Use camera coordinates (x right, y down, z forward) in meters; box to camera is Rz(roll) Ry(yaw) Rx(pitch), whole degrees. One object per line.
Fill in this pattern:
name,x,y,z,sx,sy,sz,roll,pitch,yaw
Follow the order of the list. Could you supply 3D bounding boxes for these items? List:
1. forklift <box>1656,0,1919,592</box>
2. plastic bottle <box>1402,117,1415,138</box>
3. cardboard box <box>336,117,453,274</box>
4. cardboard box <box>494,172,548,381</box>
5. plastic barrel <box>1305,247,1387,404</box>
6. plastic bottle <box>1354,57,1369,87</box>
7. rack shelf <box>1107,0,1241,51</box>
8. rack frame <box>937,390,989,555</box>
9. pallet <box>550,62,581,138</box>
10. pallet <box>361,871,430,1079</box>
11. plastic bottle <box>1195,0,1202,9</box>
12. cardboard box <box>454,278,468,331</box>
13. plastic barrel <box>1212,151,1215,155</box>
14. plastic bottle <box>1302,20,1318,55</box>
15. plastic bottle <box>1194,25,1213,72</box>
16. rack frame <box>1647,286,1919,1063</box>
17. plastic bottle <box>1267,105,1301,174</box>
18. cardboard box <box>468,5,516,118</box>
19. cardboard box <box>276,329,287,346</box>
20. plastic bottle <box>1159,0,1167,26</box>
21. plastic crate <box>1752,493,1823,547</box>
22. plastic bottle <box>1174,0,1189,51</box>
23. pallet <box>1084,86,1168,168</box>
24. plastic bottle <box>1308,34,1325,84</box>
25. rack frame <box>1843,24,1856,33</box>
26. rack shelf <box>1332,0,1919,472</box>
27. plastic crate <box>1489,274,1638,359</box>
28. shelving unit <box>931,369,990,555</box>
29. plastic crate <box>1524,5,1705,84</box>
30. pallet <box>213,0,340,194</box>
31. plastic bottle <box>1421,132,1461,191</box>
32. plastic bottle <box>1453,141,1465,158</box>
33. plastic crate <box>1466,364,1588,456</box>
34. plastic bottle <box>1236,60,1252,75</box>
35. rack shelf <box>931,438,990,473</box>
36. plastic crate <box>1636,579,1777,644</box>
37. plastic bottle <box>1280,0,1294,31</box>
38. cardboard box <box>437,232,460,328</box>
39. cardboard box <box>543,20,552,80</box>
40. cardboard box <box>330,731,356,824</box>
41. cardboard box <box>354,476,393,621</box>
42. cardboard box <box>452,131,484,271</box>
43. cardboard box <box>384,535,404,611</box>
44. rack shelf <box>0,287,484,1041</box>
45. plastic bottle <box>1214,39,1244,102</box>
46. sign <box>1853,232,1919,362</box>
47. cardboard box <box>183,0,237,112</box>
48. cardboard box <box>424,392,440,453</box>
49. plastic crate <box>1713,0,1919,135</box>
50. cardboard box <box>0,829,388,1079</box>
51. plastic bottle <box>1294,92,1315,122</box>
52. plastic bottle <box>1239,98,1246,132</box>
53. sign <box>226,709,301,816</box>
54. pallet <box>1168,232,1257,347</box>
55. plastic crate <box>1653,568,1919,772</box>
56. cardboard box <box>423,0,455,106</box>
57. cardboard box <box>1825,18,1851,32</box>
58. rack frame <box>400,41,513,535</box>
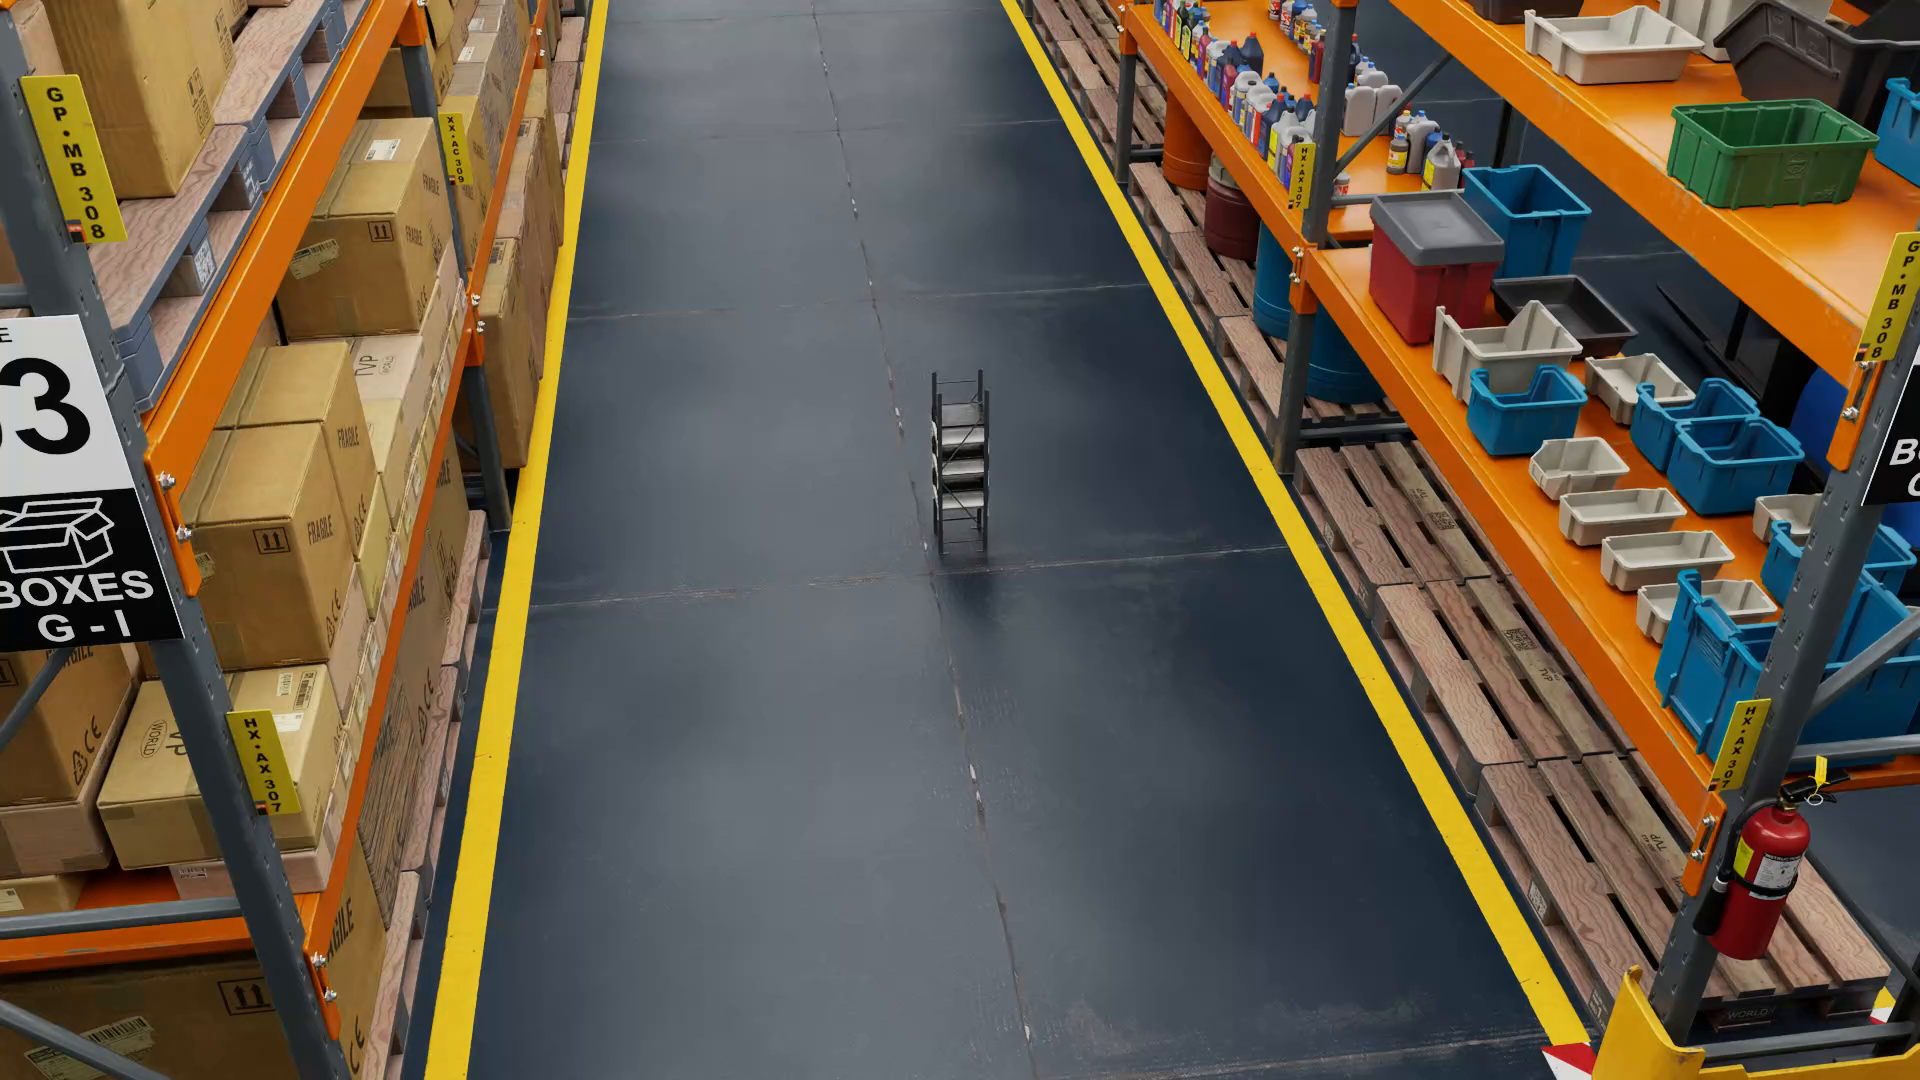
forklift,4.704,-1.775,8.252,1.130,2.935,3.031,-2,34,-4
plastic bottle,2.426,-2.175,8.955,0.097,0.201,0.097,0,34,0
cardboard box,-2.420,-1.404,6.850,0.500,0.500,0.500,-3,34,-5
cardboard box,-2.974,-1.420,9.183,1.225,0.875,0.875,-6,35,-8
plastic barrel,2.105,-1.256,8.920,0.600,0.901,0.708,-4,35,-6
plastic bottle,2.319,-2.646,9.584,0.097,0.271,0.097,0,34,0
rack shelf,1.354,-4.696,13.116,1.077,0.370,4.000,-4,35,-6
rack frame,0.015,-0.311,7.907,0.240,0.900,0.006,-4,35,-6
pallet,-3.549,-3.465,13.147,1.003,0.211,1.213,-4,35,-6
pallet,-2.394,1.674,5.606,1.003,0.211,1.213,-4,35,-6
plastic bottle,1.512,-3.571,10.937,0.152,0.276,0.135,-4,35,-6
cardboard box,-2.381,-1.021,7.307,0.380,0.149,0.250,-4,34,-6
plastic barrel,1.870,-2.443,11.007,0.421,0.512,0.421,0,34,0
plastic bottle,2.194,-3.135,10.364,0.097,0.201,0.097,0,34,0
plastic bottle,1.474,-2.975,10.067,0.097,0.271,0.097,0,34,0
rack frame,2.699,0.587,4.725,1.000,3.000,0.127,-4,35,-6
plastic bottle,1.713,-2.113,8.730,0.144,0.351,0.185,-4,35,-6
cardboard box,-2.839,-2.718,9.487,0.500,0.500,0.500,-5,35,-8
cardboard box,-2.881,-0.771,6.587,0.500,0.250,0.500,-5,35,-7
plastic bottle,1.349,-3.491,10.824,0.097,0.271,0.097,0,34,0
plastic crate,2.940,-0.055,5.848,0.250,0.136,0.298,-4,35,-6
plastic bottle,1.396,-3.227,10.425,0.061,0.283,0.133,-4,35,-6
pallet,1.557,-3.160,12.700,1.003,0.211,1.213,-4,35,-6
plastic bottle,2.136,-2.884,9.921,0.061,0.283,0.133,-4,35,-6
rack frame,6.532,-4.250,11.823,1.000,3.000,0.127,-4,35,-6
rack shelf,2.430,-1.471,5.720,1.077,0.370,4.000,-4,35,-6
plastic crate,2.578,-0.952,7.174,0.437,0.125,0.590,-4,35,-6
shelving unit,0.001,-0.367,7.990,0.258,0.900,0.210,-4,35,-6
plastic crate,2.175,-1.678,5.619,0.437,0.136,0.530,-4,35,-6
pallet,-2.486,-1.336,4.962,1.003,0.211,1.213,-4,35,-6
plastic bottle,2.429,-1.868,8.371,0.144,0.351,0.185,-4,35,-6
plastic bottle,2.517,-1.908,8.490,0.061,0.283,0.133,-4,35,-6
plastic crate,2.169,-0.495,6.408,0.416,0.233,0.300,-4,35,-6
plastic bottle,1.621,-2.619,9.543,0.097,0.271,0.097,0,34,0
rack shelf,0.001,-0.414,7.958,0.258,0.077,0.200,-4,35,-6
plastic crate,2.410,0.230,5.430,0.396,0.136,0.243,-4,35,-6
plastic bottle,2.129,-3.407,10.762,0.097,0.201,0.097,0,34,0
cardboard box,-2.427,-1.104,7.076,0.500,0.250,0.500,-5,35,-7
cardboard box,-3.640,-3.959,13.225,0.700,0.500,0.500,-7,35,-10
cardboard box,-1.966,0.700,4.782,0.380,0.149,0.250,-5,35,-7
cardboard box,-2.146,0.043,5.393,0.500,0.250,0.500,-5,35,-8
cardboard box,-2.561,-1.587,7.826,0.500,0.500,0.500,-4,35,-6
cardboard box,-2.105,0.126,5.625,0.380,0.149,0.250,-5,35,-7
rack shelf,-2.478,0.143,6.015,1.077,0.370,4.000,-4,35,-6
plastic bottle,1.565,-2.727,9.632,0.144,0.351,0.185,-4,35,-6
sign,2.156,-0.558,3.835,0.100,0.325,0.005,-4,35,-6
cardboard box,-2.406,-1.428,4.467,0.700,0.500,0.500,-7,35,-10
cardboard box,-2.242,-0.446,6.465,0.380,0.149,0.250,-4,34,-5
plastic crate,2.766,-1.500,5.179,0.504,0.338,0.767,-4,35,-6
cardboard box,-2.374,1.316,5.170,0.875,0.875,0.875,-4,35,-6
plastic bottle,1.831,-2.227,8.898,0.144,0.351,0.185,-4,35,-6
plastic bottle,1.610,-2.381,9.257,0.097,0.201,0.097,0,34,0
sign,-1.658,0.533,3.965,0.100,0.325,0.005,-4,35,-6
pallet,1.931,-1.609,10.423,1.003,0.211,1.213,-4,35,-6
plastic crate,2.469,0.375,4.951,0.616,0.435,0.499,-4,35,-6
cardboard box,-2.922,-2.465,8.224,0.797,0.503,0.637,-4,34,-6
cardboard box,6.753,-3.834,12.783,0.500,0.311,0.500,-3,34,-5
rack frame,-2.747,-1.270,7.450,1.000,3.000,0.127,-4,35,-6
